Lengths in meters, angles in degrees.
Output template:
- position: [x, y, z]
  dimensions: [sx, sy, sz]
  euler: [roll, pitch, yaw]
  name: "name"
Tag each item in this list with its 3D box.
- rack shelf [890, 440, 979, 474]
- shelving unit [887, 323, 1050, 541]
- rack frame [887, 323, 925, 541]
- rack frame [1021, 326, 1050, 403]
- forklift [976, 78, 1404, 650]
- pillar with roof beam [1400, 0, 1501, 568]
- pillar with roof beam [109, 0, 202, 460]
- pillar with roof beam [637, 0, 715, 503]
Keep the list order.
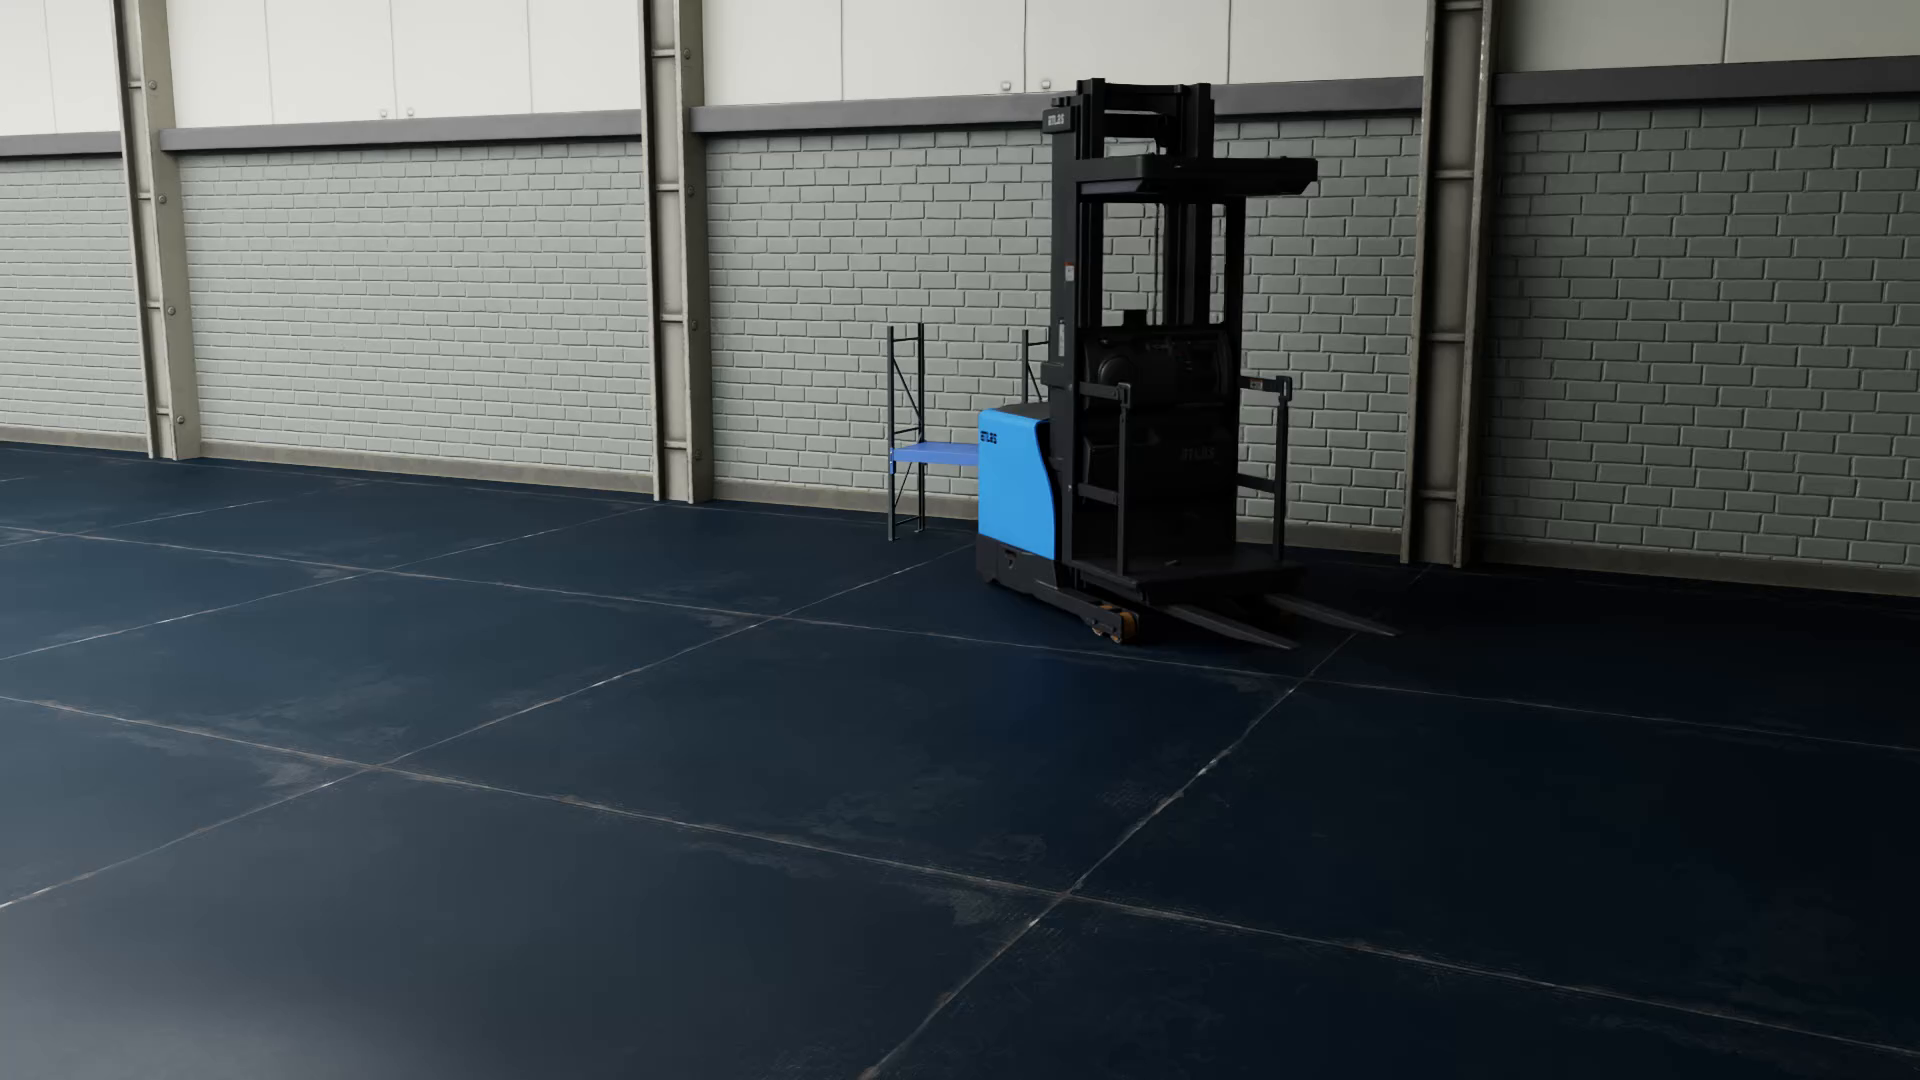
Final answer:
- position: [0.076, -0.554, 11.592]
  dimensions: [1.000, 0.185, 0.538]
  euler: [5, 11, 26]
  name: "rack shelf"
- position: [0.076, -0.731, 11.559]
  dimensions: [1.048, 1.500, 0.538]
  euler: [5, 11, 26]
  name: "shelving unit"
- position: [-0.379, -0.771, 11.781]
  dimensions: [0.032, 1.500, 0.500]
  euler: [5, 11, 26]
  name: "rack frame"
- position: [0.532, -0.691, 11.338]
  dimensions: [0.032, 1.500, 0.500]
  euler: [5, 11, 26]
  name: "rack frame"
- position: [1.185, -0.988, 8.960]
  dimensions: [1.130, 2.935, 3.031]
  euler: [-5, 11, -25]
  name: "forklift"
- position: [1.228, -3.601, 6.359]
  dimensions: [0.400, 9.000, 9.100]
  euler: [5, 11, 26]
  name: "pillar with roof beam"
- position: [-9.534, -4.547, 11.583]
  dimensions: [0.400, 9.000, 9.100]
  euler: [5, 11, 26]
  name: "pillar with roof beam"
- position: [-4.153, -4.074, 8.971]
  dimensions: [0.400, 9.000, 9.100]
  euler: [5, 11, 26]
  name: "pillar with roof beam"
